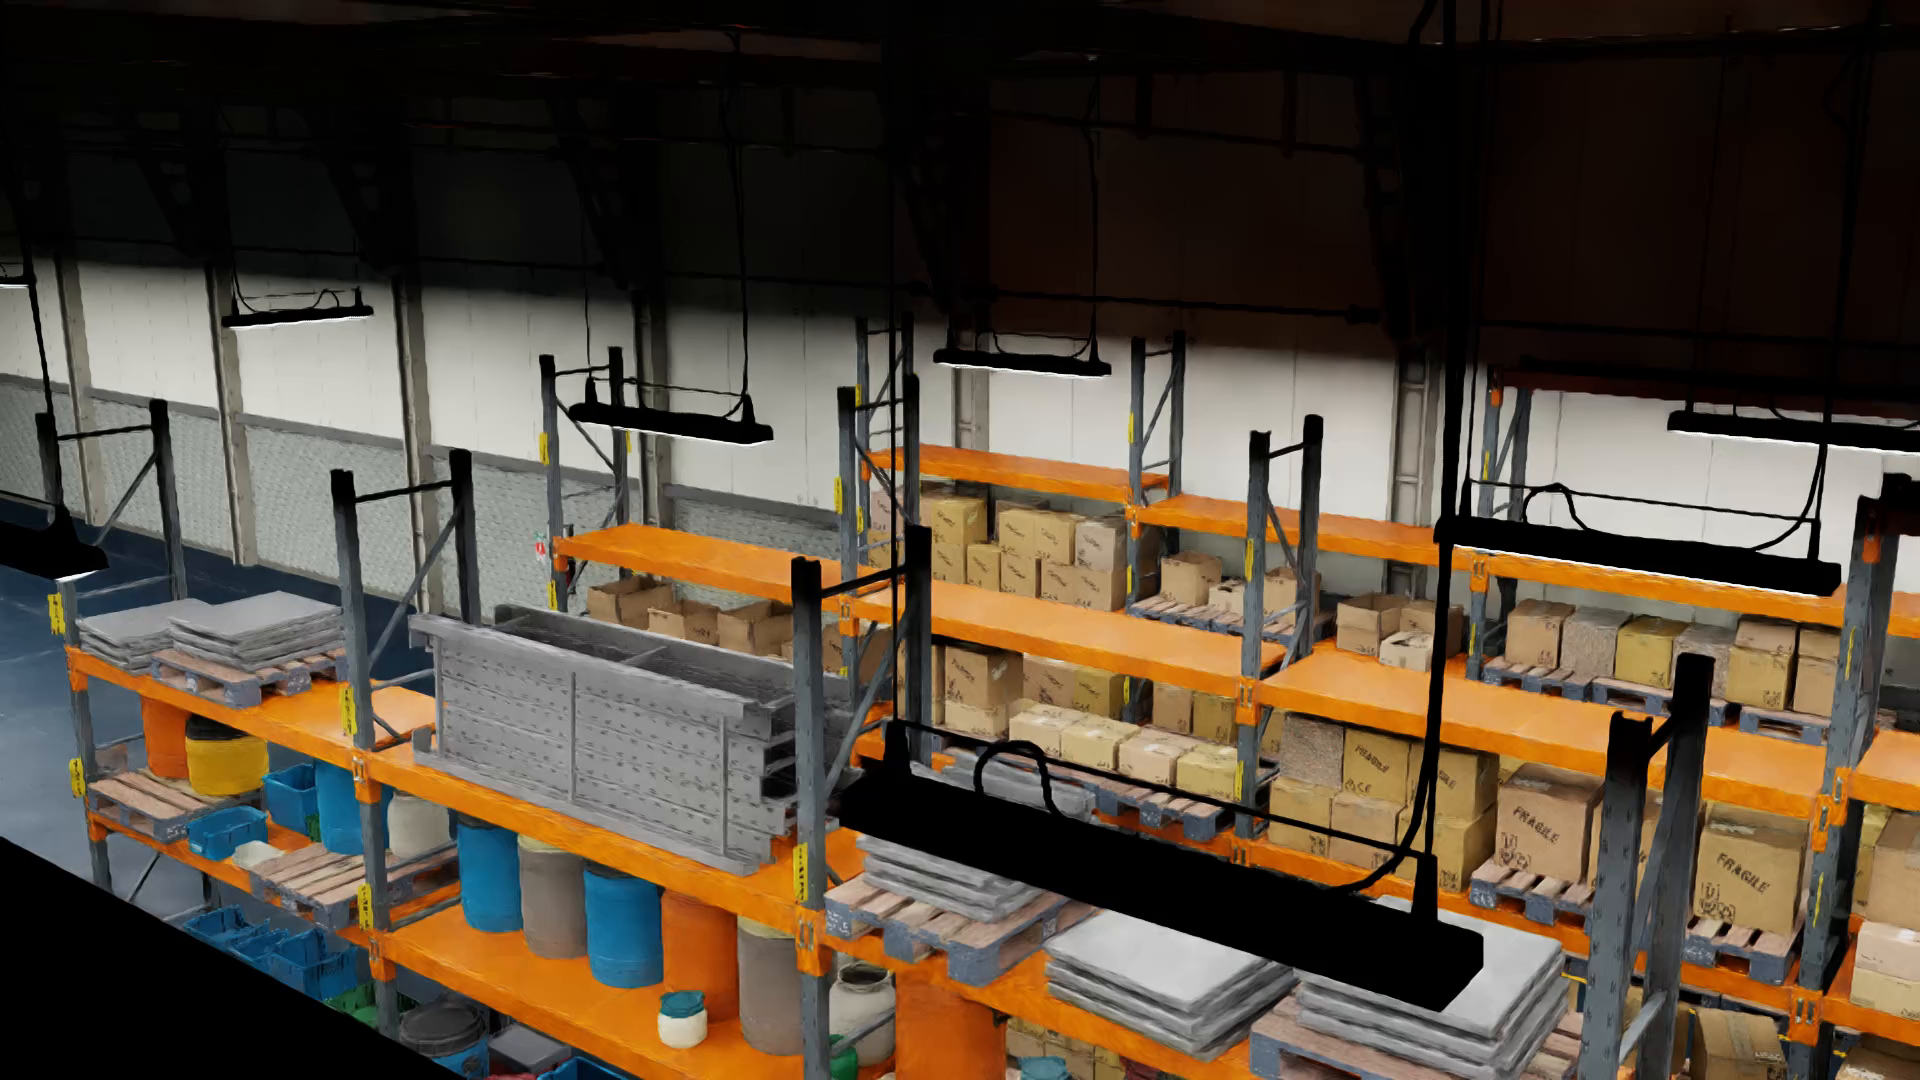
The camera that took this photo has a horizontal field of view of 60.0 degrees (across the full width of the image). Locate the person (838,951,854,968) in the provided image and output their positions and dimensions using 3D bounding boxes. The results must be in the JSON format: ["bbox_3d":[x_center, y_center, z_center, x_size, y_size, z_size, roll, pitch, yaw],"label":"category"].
[{"bbox_3d":[-1.039,4.046,14.370,0.957,1.533,0.411,7,15,28],"label":"person"}]
